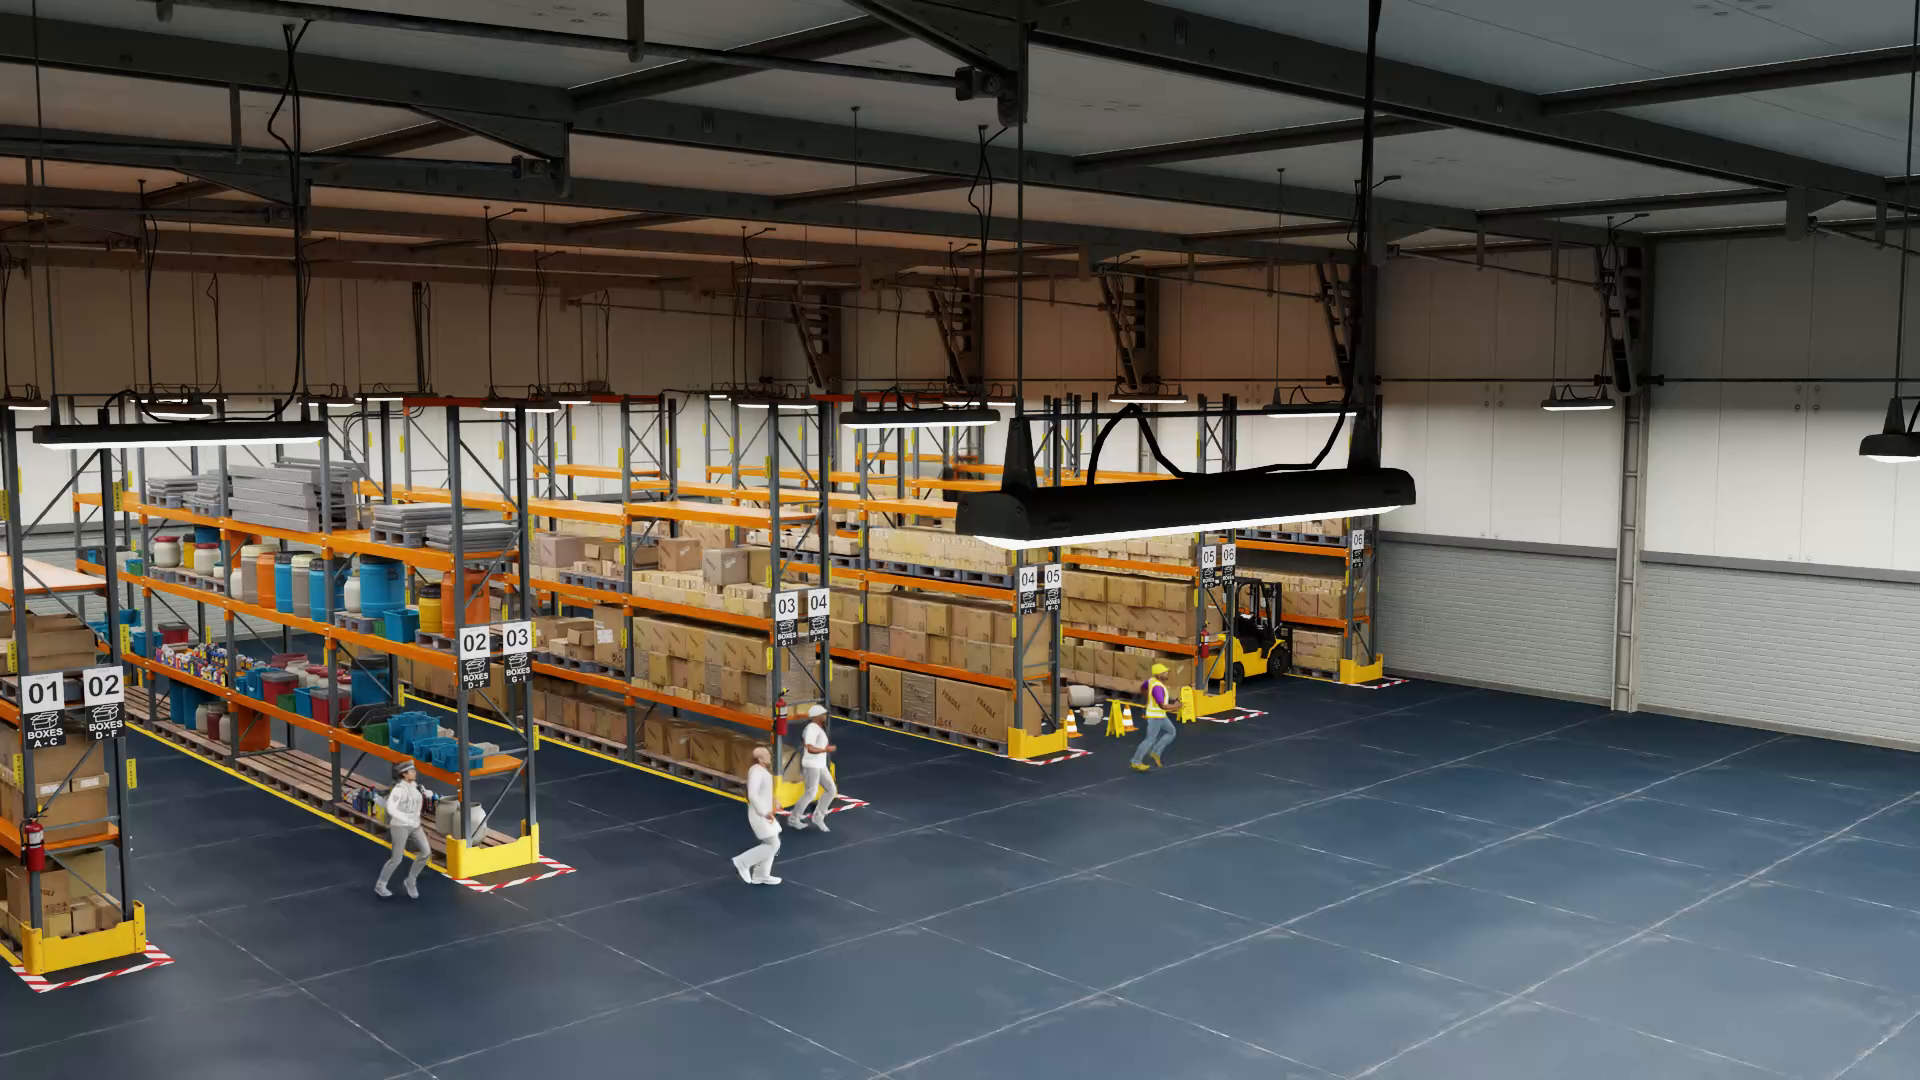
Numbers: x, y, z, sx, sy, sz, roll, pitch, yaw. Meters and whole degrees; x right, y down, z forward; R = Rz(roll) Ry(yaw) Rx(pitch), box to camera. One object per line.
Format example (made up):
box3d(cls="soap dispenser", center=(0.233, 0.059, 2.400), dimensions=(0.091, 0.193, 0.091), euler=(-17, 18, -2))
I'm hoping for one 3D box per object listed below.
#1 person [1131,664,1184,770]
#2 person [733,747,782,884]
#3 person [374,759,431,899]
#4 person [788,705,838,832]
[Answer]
box3d(cls="person", center=(3.191, 2.849, 26.899), dimensions=(0.844, 1.731, 0.715), euler=(1, 6, 6))
box3d(cls="person", center=(-2.541, 3.455, 20.841), dimensions=(0.634, 1.750, 0.731), euler=(-1, 6, -10))
box3d(cls="person", center=(-6.801, 3.538, 20.448), dimensions=(0.645, 1.685, 0.675), euler=(2, 6, 19))
box3d(cls="person", center=(-2.031, 3.213, 23.457), dimensions=(0.695, 1.777, 0.704), euler=(1, 6, 10))
